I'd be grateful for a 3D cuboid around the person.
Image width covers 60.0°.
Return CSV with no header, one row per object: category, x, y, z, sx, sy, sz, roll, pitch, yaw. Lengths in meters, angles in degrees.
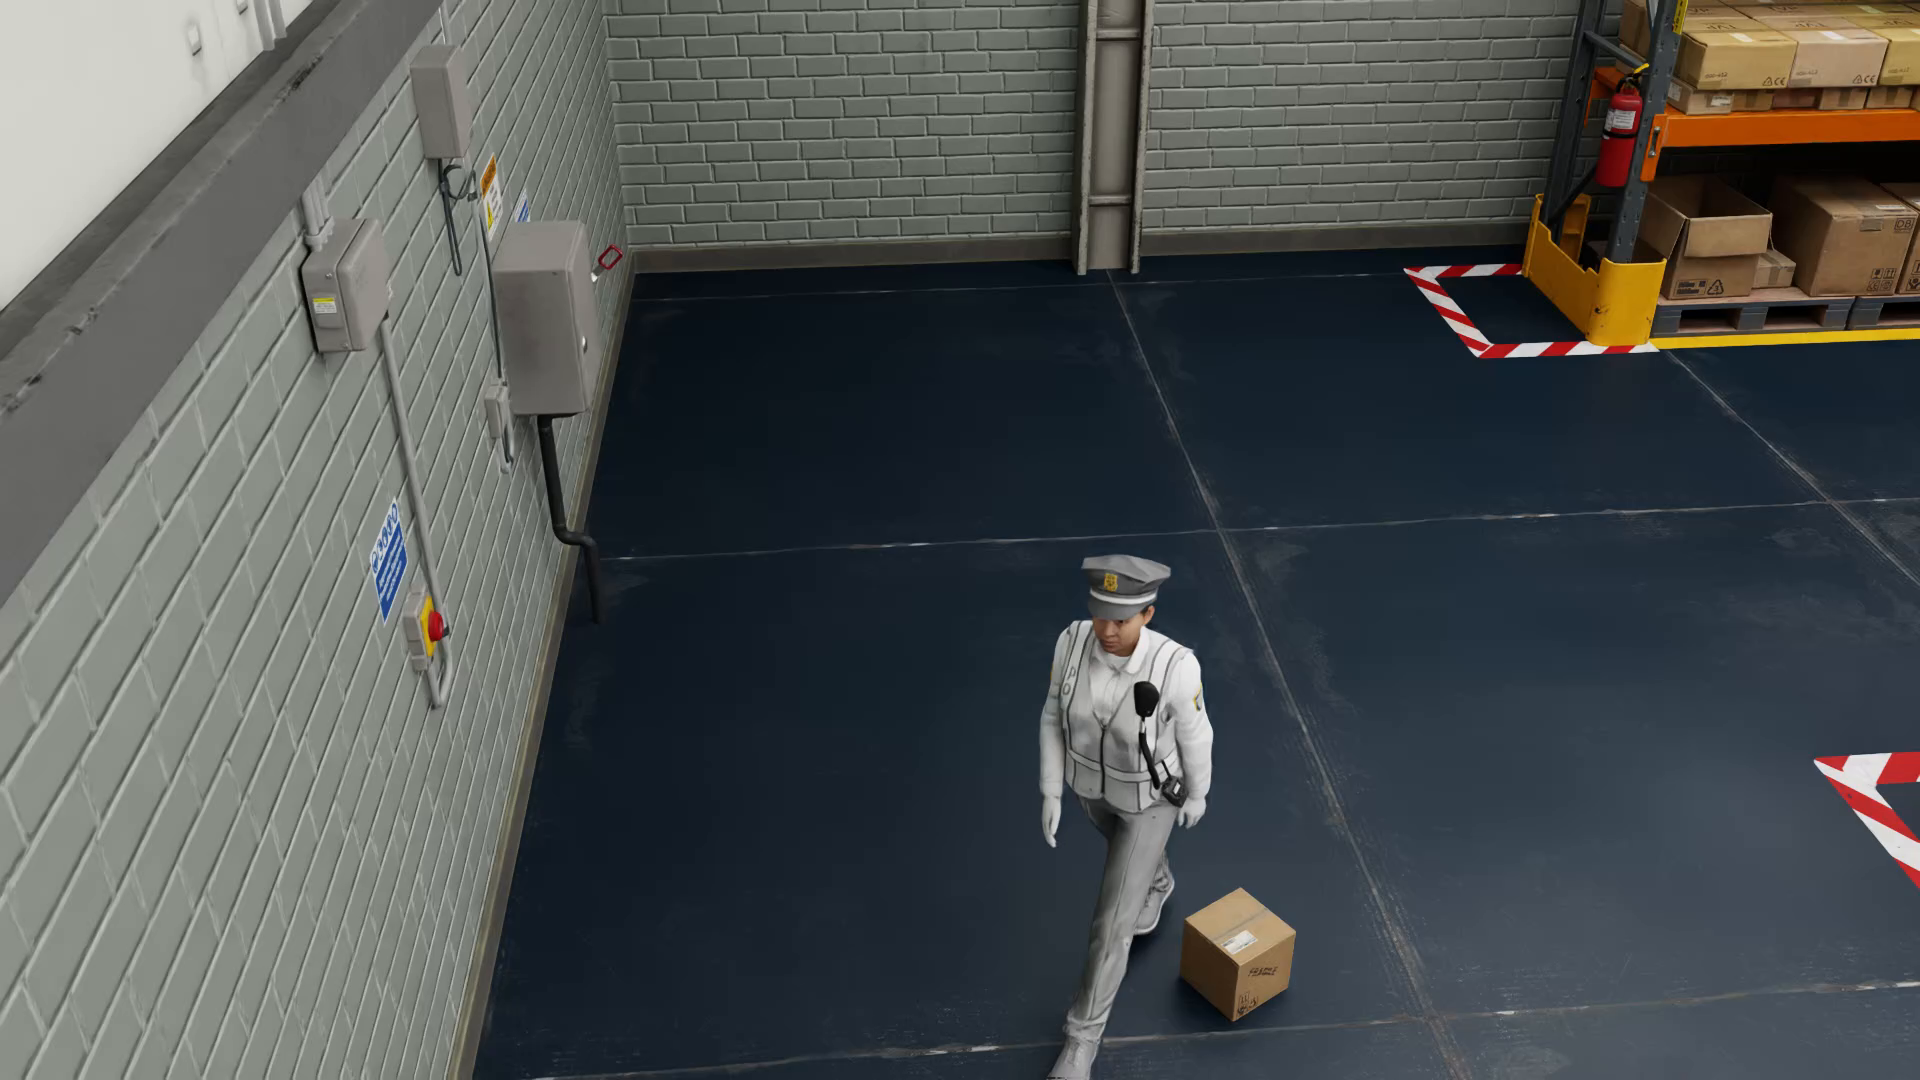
person,0.449,0.743,4.909,0.483,1.580,1.022,19,36,28
